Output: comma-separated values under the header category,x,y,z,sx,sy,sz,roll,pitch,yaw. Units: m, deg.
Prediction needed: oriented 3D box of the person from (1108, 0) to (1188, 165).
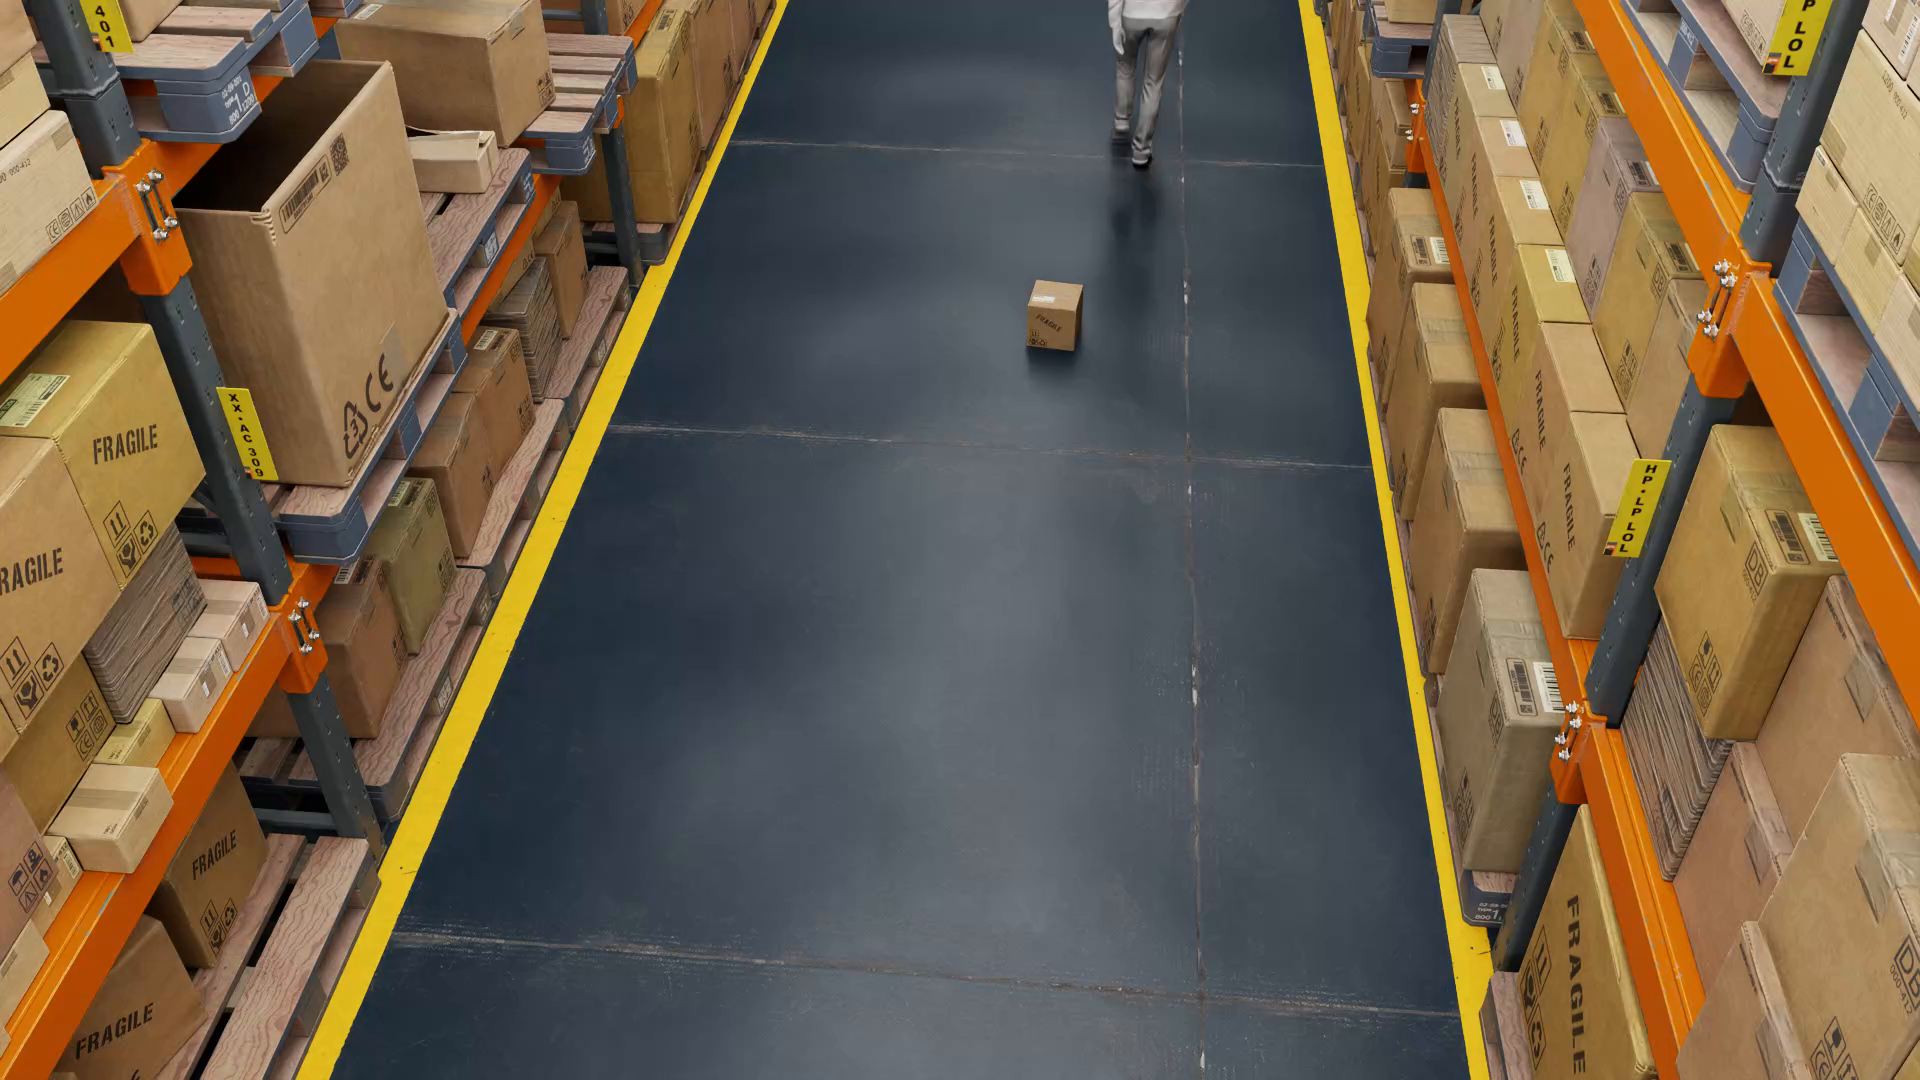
category,x,y,z,sx,sy,sz,roll,pitch,yaw
person,1.105,-3.055,9.769,0.479,1.755,0.637,5,41,6
